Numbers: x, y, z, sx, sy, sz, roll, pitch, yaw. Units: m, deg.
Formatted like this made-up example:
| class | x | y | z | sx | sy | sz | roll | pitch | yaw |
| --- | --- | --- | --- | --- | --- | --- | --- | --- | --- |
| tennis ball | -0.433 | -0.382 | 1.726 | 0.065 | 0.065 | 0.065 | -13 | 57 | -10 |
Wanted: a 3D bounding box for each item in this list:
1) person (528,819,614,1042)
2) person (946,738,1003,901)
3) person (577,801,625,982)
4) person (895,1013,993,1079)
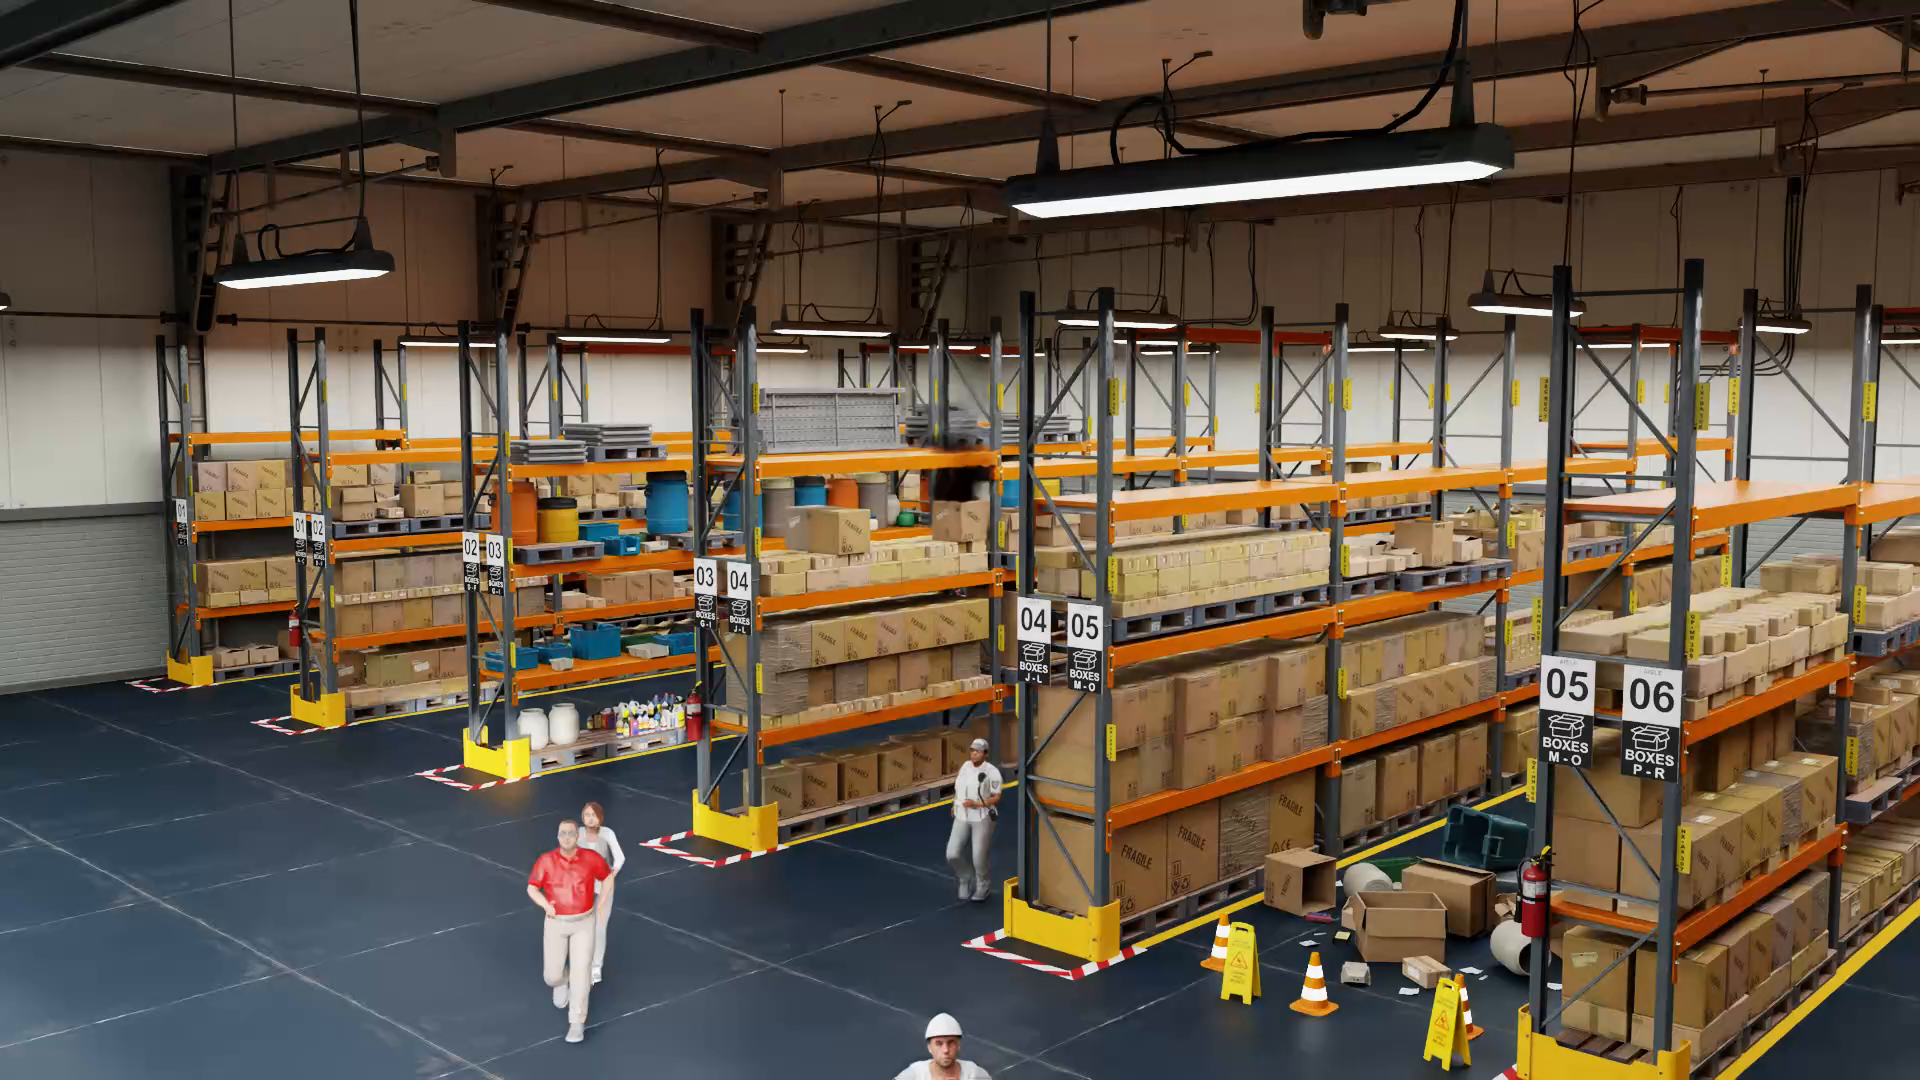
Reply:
| class | x | y | z | sx | sy | sz | roll | pitch | yaw |
| --- | --- | --- | --- | --- | --- | --- | --- | --- | --- |
| person | -3.114 | 3.073 | 13.323 | 0.674 | 1.687 | 0.816 | -1 | 5 | -10 |
| person | 0.127 | 2.796 | 16.553 | 0.585 | 1.640 | 0.583 | 3 | 6 | 27 |
| person | -3.186 | 3.036 | 14.468 | 0.537 | 1.547 | 0.564 | -1 | 5 | -8 |
| person | -0.087 | 3.447 | 9.123 | 0.668 | 1.738 | 0.603 | -1 | 5 | -7 |
